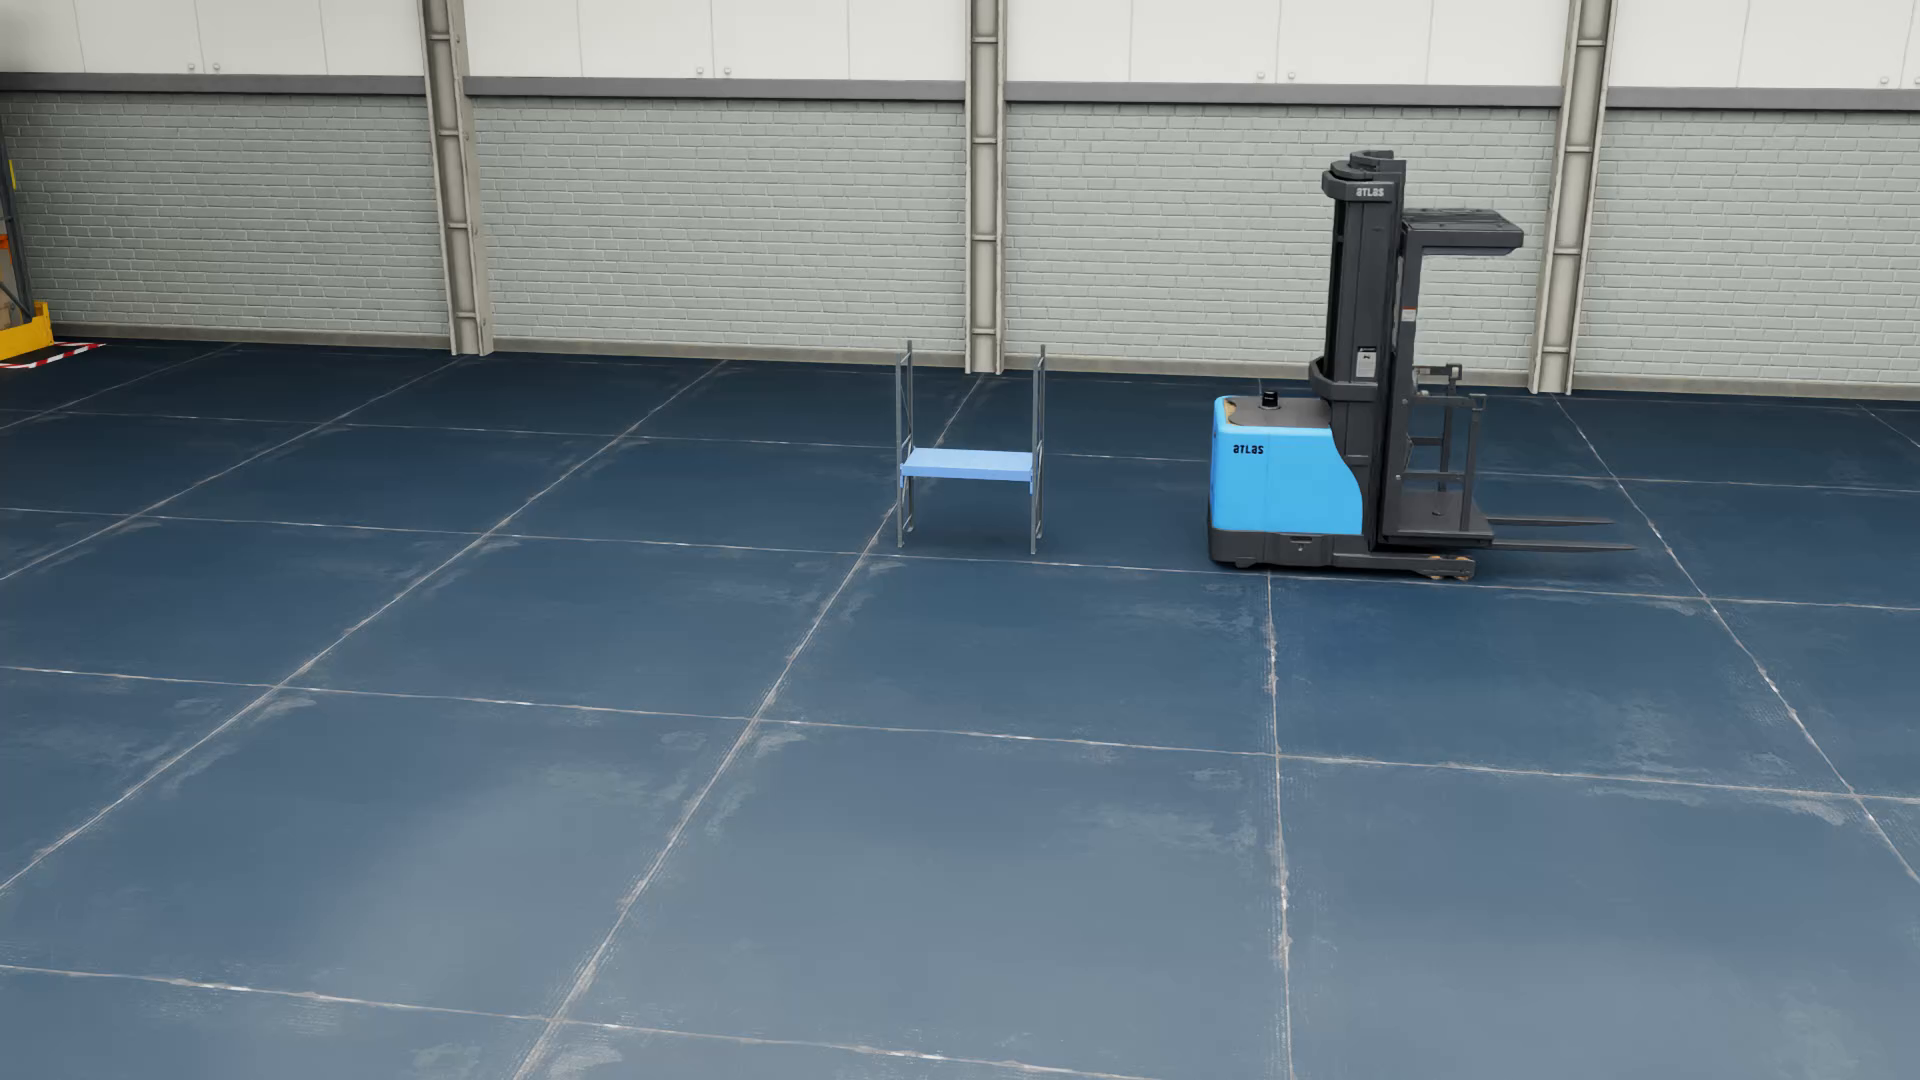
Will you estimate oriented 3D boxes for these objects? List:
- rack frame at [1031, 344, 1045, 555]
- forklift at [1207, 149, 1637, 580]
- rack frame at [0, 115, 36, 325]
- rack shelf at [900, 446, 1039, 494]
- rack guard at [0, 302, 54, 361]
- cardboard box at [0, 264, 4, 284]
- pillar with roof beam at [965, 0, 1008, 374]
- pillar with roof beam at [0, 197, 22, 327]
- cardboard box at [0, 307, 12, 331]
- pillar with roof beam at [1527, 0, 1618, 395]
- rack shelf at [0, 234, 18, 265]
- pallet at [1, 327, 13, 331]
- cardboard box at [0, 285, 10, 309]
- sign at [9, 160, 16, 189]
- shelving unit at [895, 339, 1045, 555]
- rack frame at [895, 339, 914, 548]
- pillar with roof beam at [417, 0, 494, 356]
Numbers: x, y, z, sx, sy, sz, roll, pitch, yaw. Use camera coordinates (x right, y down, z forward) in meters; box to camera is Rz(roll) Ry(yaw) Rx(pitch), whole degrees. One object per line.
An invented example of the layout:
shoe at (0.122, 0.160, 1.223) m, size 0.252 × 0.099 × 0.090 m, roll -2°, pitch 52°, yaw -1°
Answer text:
rack frame at (0.586, -0.681, 12.476) m, size 0.032 × 1.500 × 0.500 m, roll 3°, pitch 19°, yaw 9°
forklift at (3.387, -1.278, 12.005) m, size 3.031 × 2.935 × 1.130 m, roll 2°, pitch 19°, yaw 6°
rack frame at (-11.029, -3.583, 18.783) m, size 0.127 × 3.000 × 1.000 m, roll 3°, pitch 19°, yaw 9°
rack shelf at (0.084, -0.536, 12.609) m, size 1.000 × 0.185 × 0.538 m, roll 3°, pitch 19°, yaw 9°
rack guard at (-11.005, -2.396, 19.176) m, size 0.348 × 0.500 × 1.175 m, roll 3°, pitch 19°, yaw 9°
cardboard box at (-11.474, -3.035, 19.244) m, size 0.500 × 0.250 × 0.500 m, roll 3°, pitch 19°, yaw 8°
pillar with roof beam at (-0.408, -4.792, 12.944) m, size 0.400 × 9.000 × 9.100 m, roll 3°, pitch 19°, yaw 9°
pillar with roof beam at (-12.257, -5.396, 14.749) m, size 0.400 × 9.000 × 9.100 m, roll 3°, pitch 19°, yaw 9°
cardboard box at (-11.483, -2.564, 19.410) m, size 0.500 × 0.250 × 0.500 m, roll 3°, pitch 19°, yaw 9°
pillar with roof beam at (5.516, -4.490, 12.042) m, size 0.400 × 9.000 × 9.100 m, roll 3°, pitch 19°, yaw 9°
rack shelf at (-13.004, -3.342, 19.198) m, size 4.000 × 0.370 × 1.077 m, roll 3°, pitch 19°, yaw 9°
pallet at (-11.791, -2.286, 19.301) m, size 1.213 × 0.211 × 1.003 m, roll 3°, pitch 19°, yaw 9°
cardboard box at (-11.460, -2.804, 19.339) m, size 0.500 × 0.250 × 0.500 m, roll 3°, pitch 19°, yaw 10°
sign at (-10.935, -4.204, 19.152) m, size 0.005 × 0.325 × 0.100 m, roll 3°, pitch 19°, yaw 9°
shelving unit at (0.084, -0.707, 12.552) m, size 1.048 × 1.500 × 0.538 m, roll 3°, pitch 19°, yaw 9°
rack frame at (-0.418, -0.733, 12.629) m, size 0.032 × 1.500 × 0.500 m, roll 3°, pitch 19°, yaw 9°
pillar with roof beam at (-6.332, -5.094, 13.847) m, size 0.400 × 9.000 × 9.100 m, roll 3°, pitch 19°, yaw 9°
